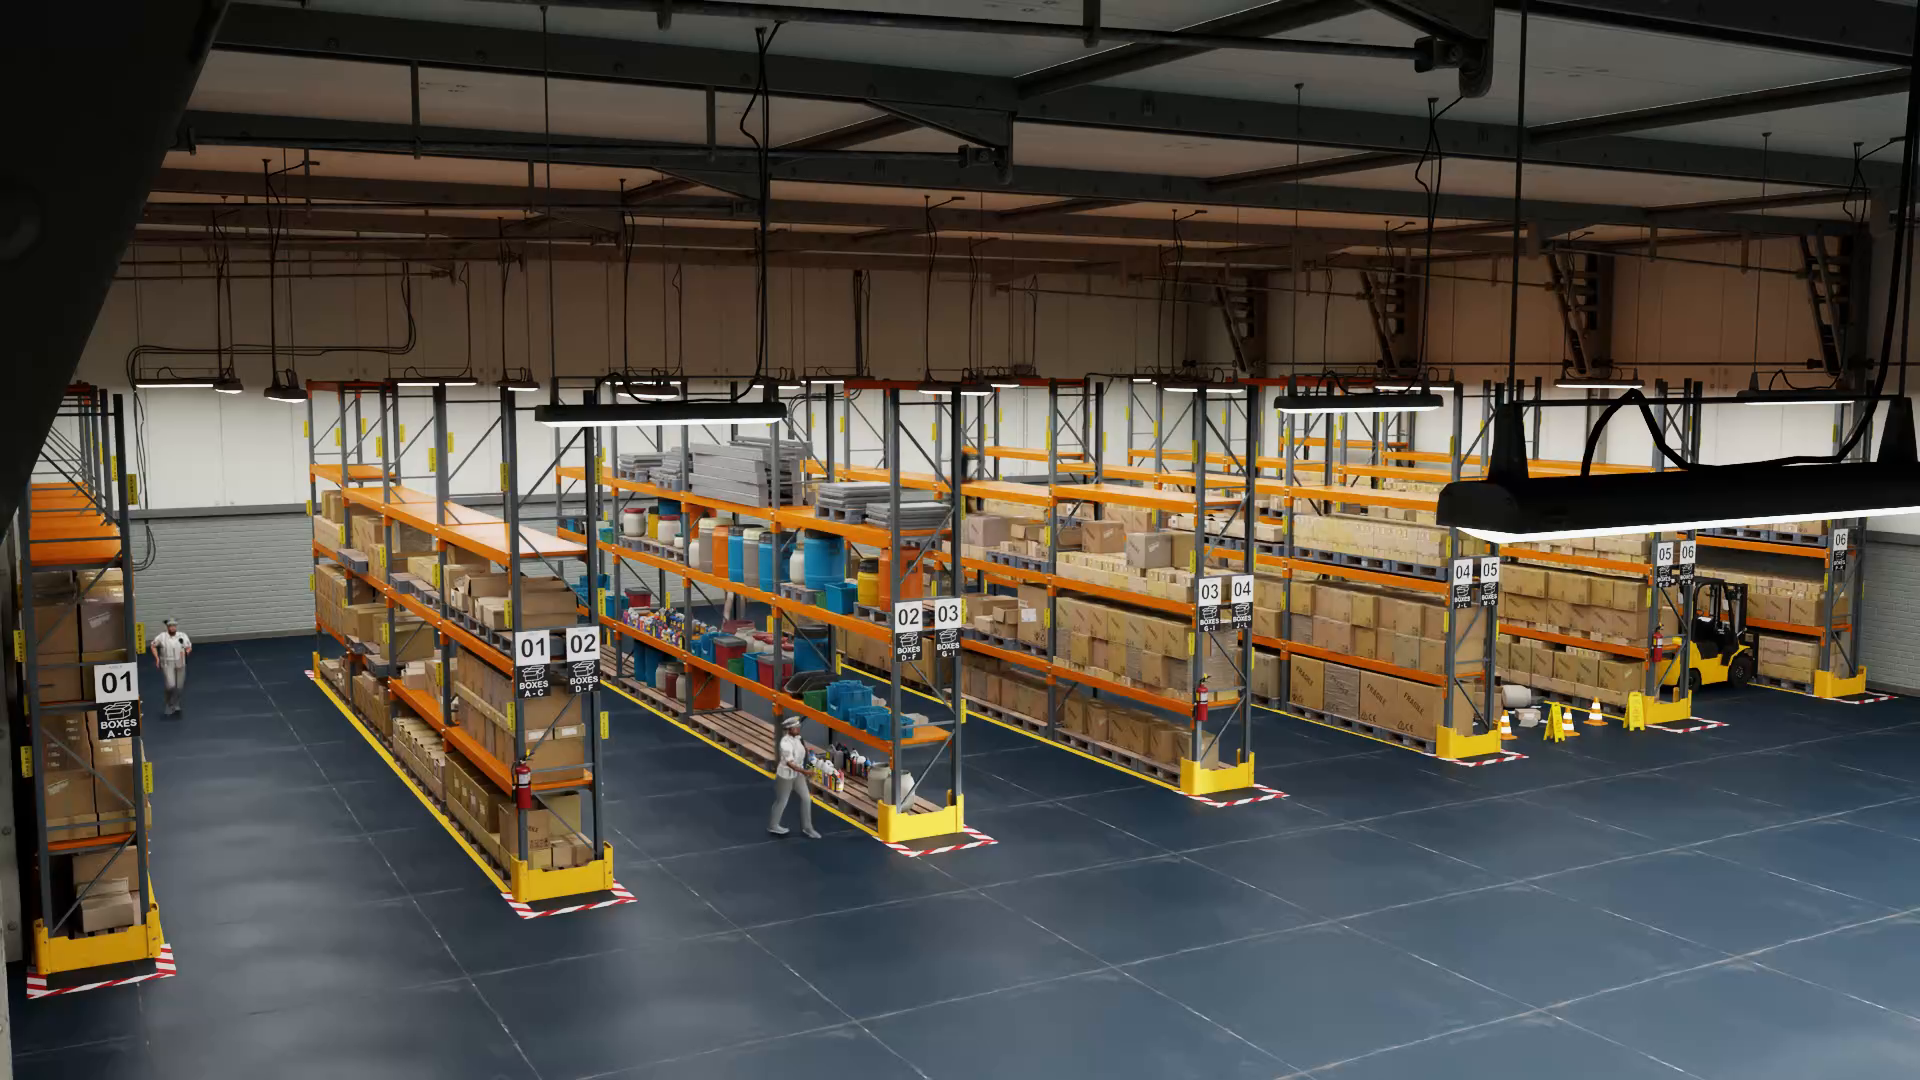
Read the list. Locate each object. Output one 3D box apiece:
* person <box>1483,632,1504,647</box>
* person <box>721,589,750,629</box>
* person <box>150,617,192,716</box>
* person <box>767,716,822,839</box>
[{"bbox_3d":[11.619,1.592,36.345,0.699,1.747,0.931,-4,7,-35],"label":"person"},{"bbox_3d":[-5.322,1.363,38.830,0.842,1.712,0.522,-1,6,-8],"label":"person"},{"bbox_3d":[-14.169,2.273,29.956,0.656,1.785,0.686,-4,7,-35],"label":"person"},{"bbox_3d":[-2.219,3.154,22.130,0.789,1.696,0.559,3,7,26],"label":"person"}]
